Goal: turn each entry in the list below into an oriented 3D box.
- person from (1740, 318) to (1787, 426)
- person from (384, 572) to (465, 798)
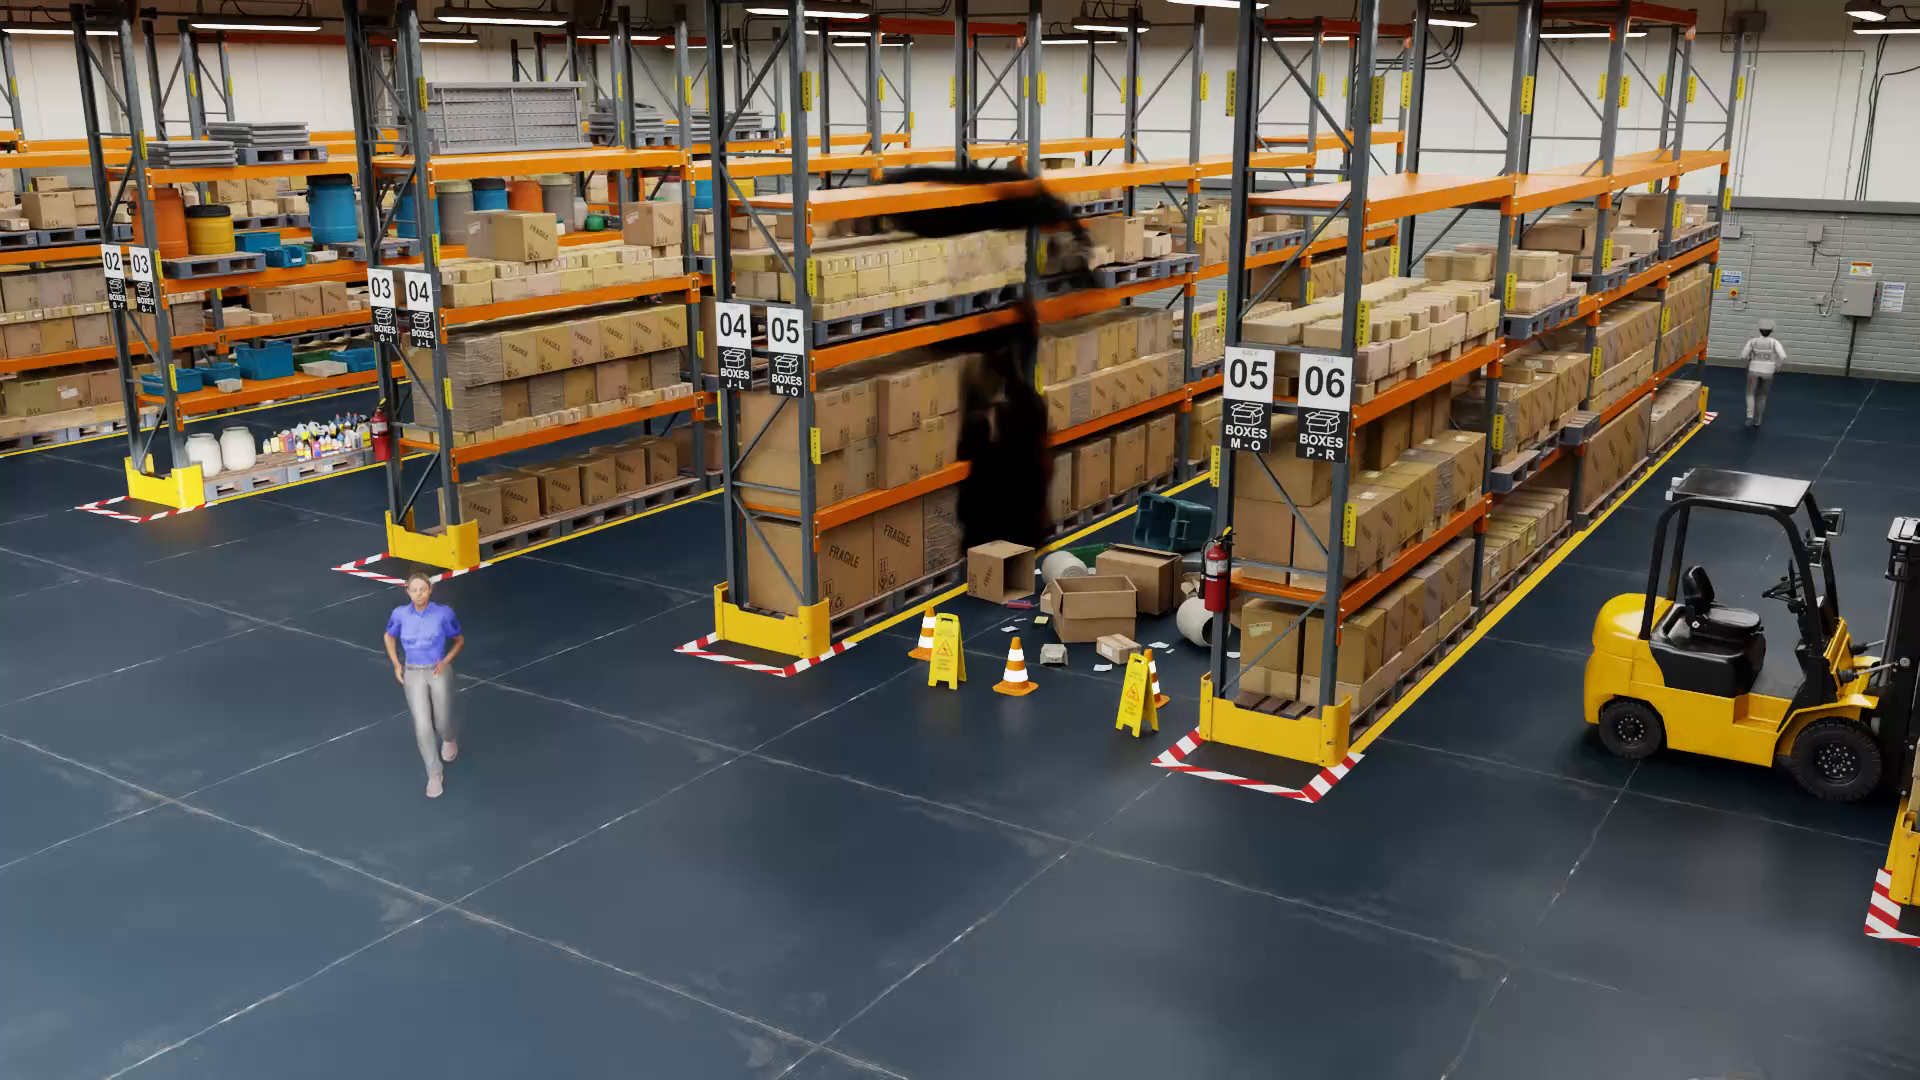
[{"bbox_3d":[12.098,-2.511,25.116,0.632,1.679,0.844,7,17,24],"label":"person"},{"bbox_3d":[-3.998,1.032,12.480,0.585,1.651,0.726,-4,16,-13],"label":"person"}]
